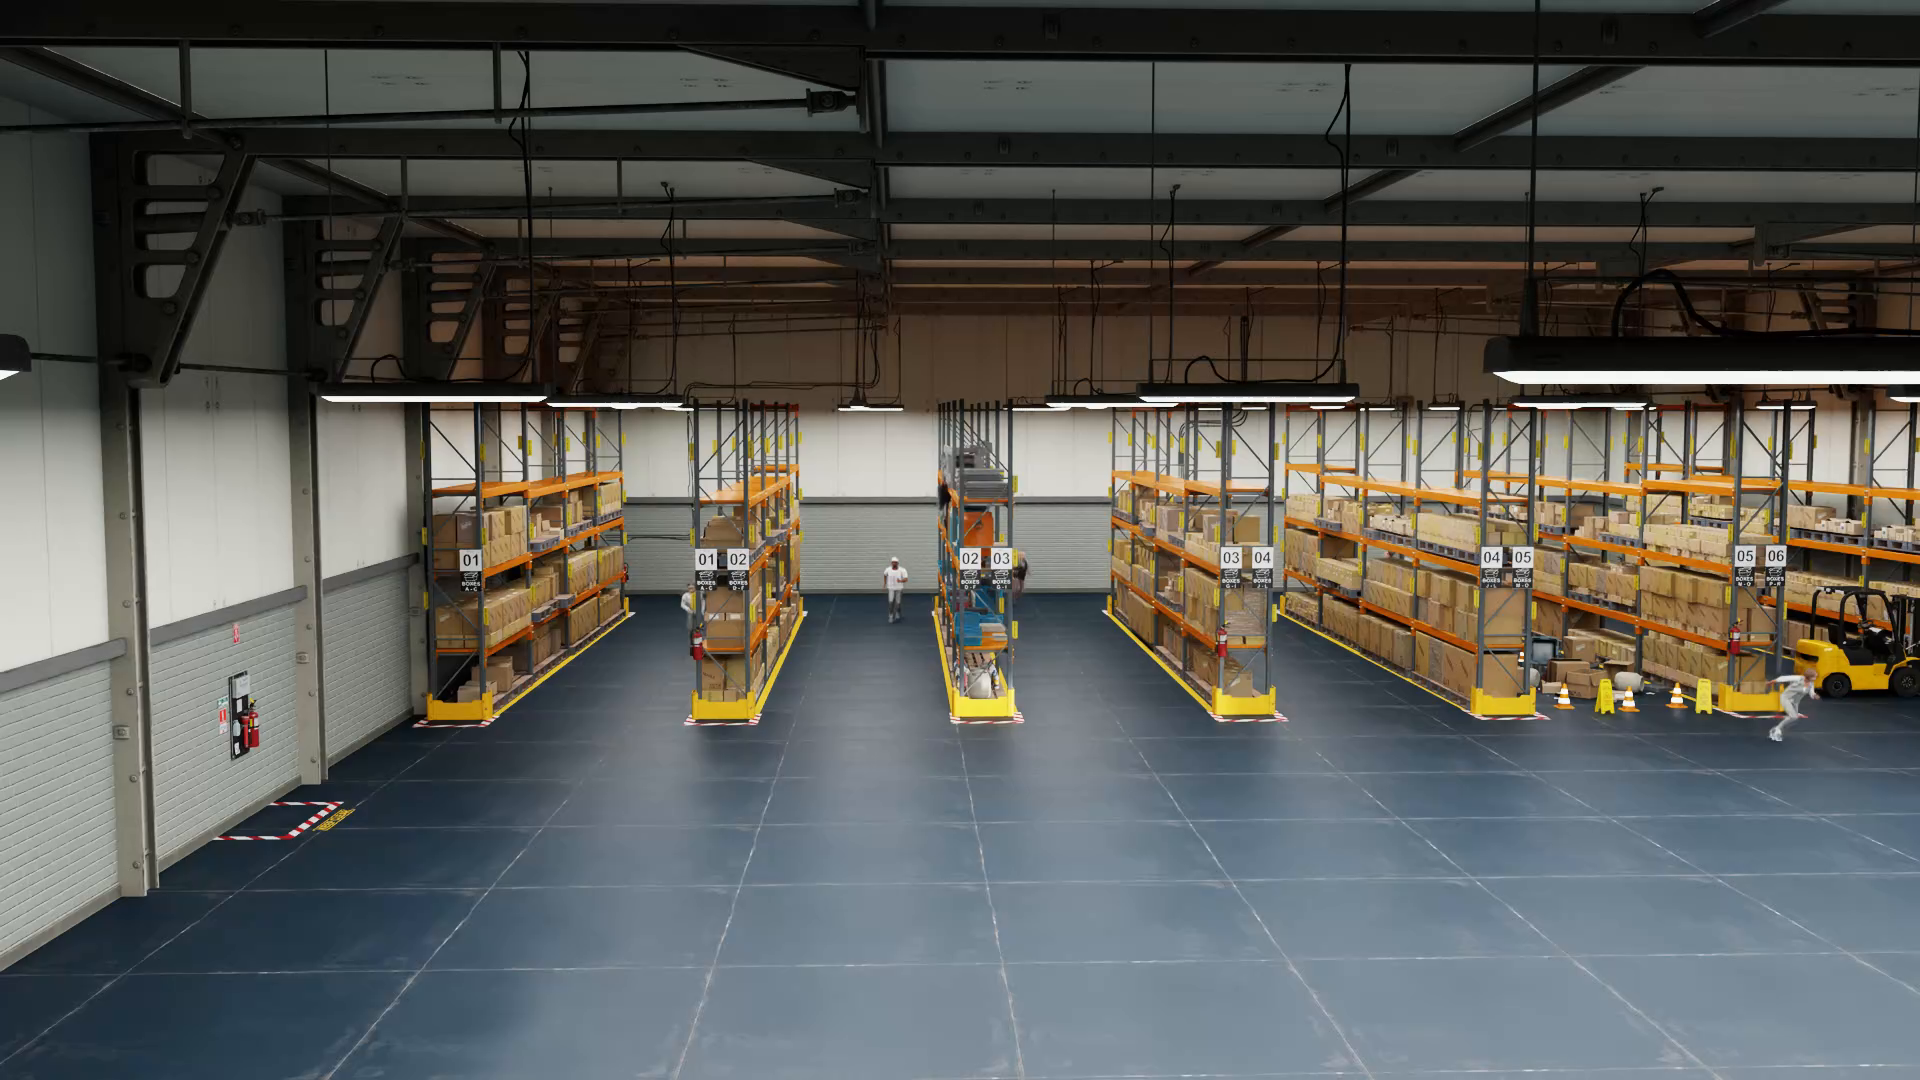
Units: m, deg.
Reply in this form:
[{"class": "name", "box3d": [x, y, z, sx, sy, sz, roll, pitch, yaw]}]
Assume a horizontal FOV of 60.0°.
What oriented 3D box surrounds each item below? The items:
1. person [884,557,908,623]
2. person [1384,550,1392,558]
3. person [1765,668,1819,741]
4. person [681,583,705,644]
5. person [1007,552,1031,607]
[{"class": "person", "box3d": [-1.771, 1.376, 45.712, 0.685, 1.827, 0.757, 0, 4, 4]}, {"class": "person", "box3d": [12.875, 1.120, 50.026, 0.588, 1.625, 0.579, -1, 4, -10]}, {"class": "person", "box3d": [14.442, 2.849, 28.759, 0.550, 1.357, 0.926, -1, 5, -18]}, {"class": "person", "box3d": [-6.594, 1.821, 41.105, 0.604, 1.575, 0.707, -1, 4, -13]}, {"class": "person", "box3d": [1.782, 1.182, 49.437, 0.857, 1.649, 0.603, -4, 6, -42]}]
